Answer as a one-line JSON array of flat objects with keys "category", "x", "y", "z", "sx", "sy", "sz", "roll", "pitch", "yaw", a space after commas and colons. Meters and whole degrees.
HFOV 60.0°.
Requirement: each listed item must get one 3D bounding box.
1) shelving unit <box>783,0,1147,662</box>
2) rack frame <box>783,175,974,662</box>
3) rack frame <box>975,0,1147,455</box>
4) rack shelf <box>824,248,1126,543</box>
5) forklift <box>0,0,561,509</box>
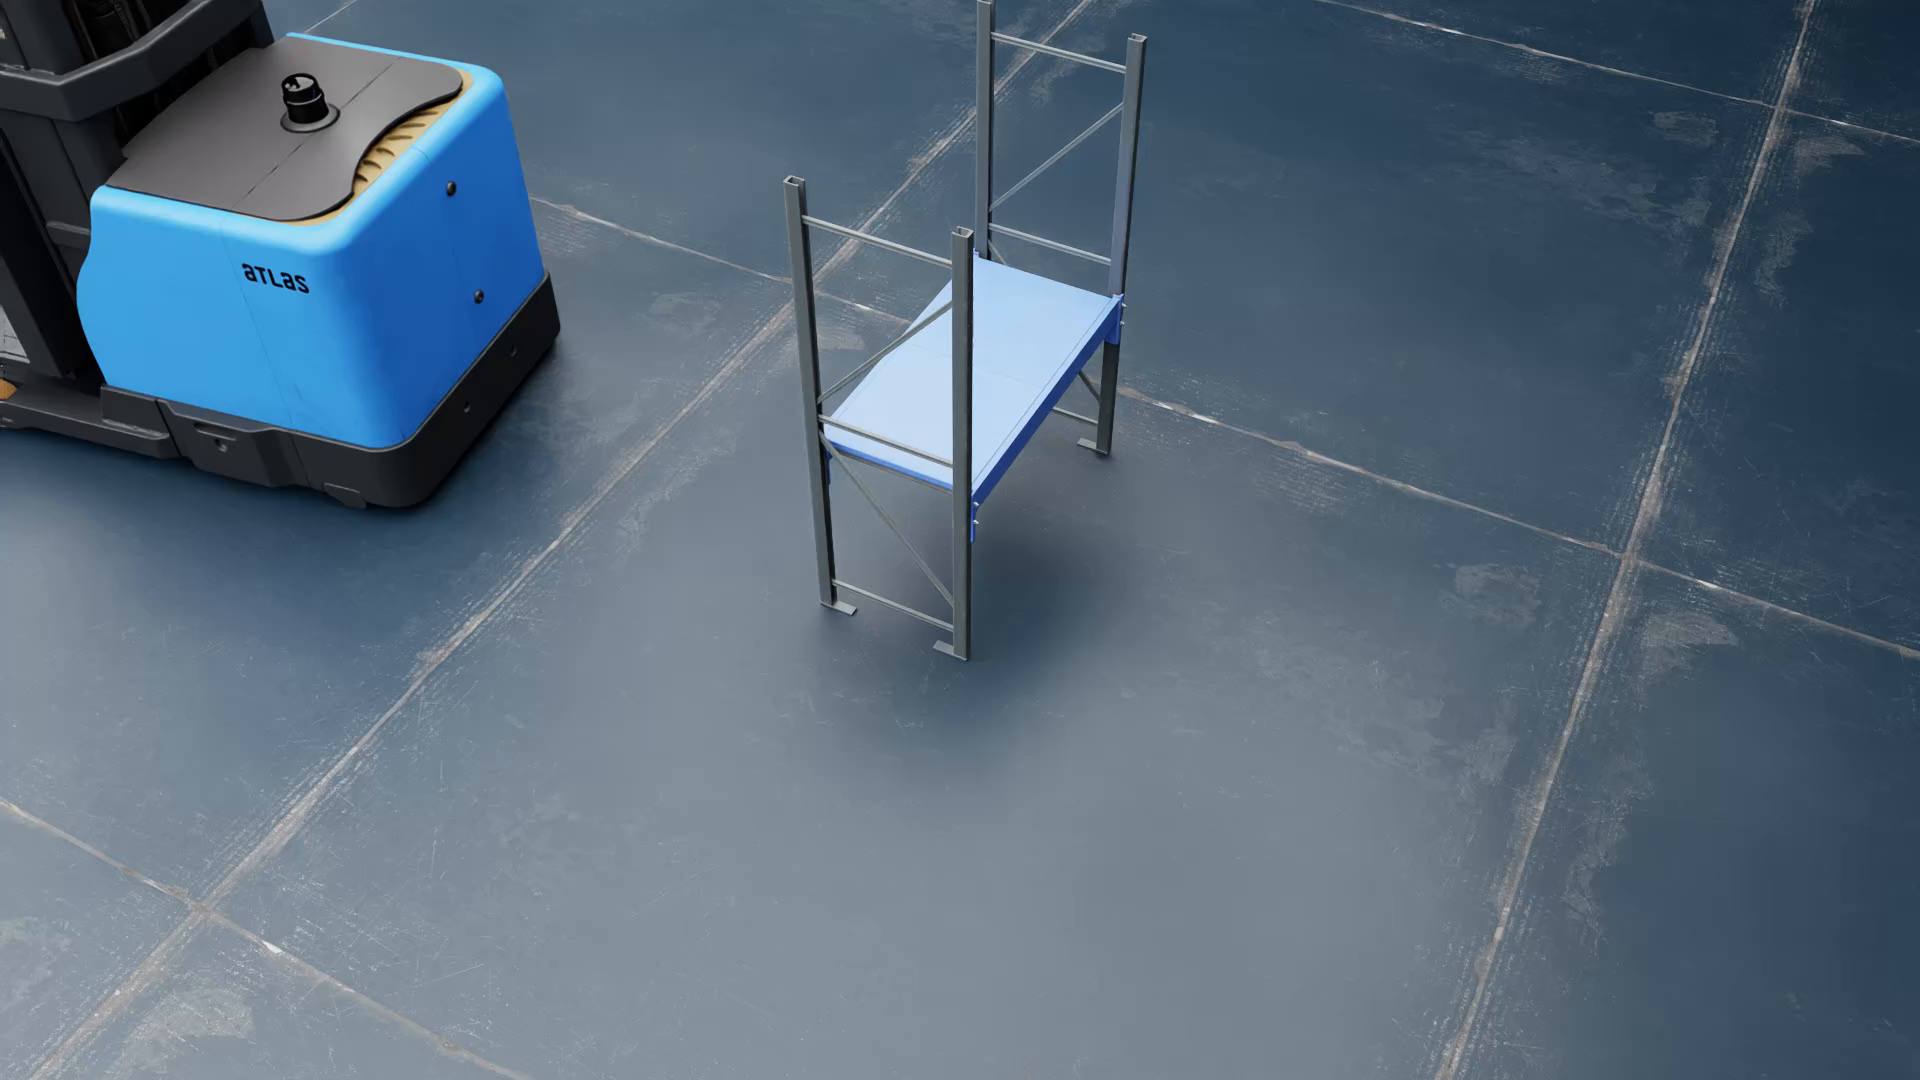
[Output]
[{"category": "shelving unit", "x": 0.040, "y": -0.581, "z": 4.770, "sx": 0.538, "sy": 1.500, "sz": 1.048, "roll": 20, "pitch": 49, "yaw": 19}, {"category": "rack frame", "x": -0.196, "y": -0.261, "z": 4.453, "sx": 0.500, "sy": 1.500, "sz": 0.032, "roll": 20, "pitch": 49, "yaw": 19}, {"category": "rack frame", "x": 0.276, "y": -0.901, "z": 5.086, "sx": 0.500, "sy": 1.500, "sz": 0.032, "roll": 20, "pitch": 49, "yaw": 19}, {"category": "rack shelf", "x": 0.040, "y": -0.455, "z": 4.898, "sx": 0.538, "sy": 0.185, "sz": 1.000, "roll": 20, "pitch": 49, "yaw": 19}, {"category": "forklift", "x": -2.988, "y": -1.752, "z": 4.921, "sx": 3.031, "sy": 2.935, "sz": 1.130, "roll": 13, "pitch": 47, "yaw": 13}]
